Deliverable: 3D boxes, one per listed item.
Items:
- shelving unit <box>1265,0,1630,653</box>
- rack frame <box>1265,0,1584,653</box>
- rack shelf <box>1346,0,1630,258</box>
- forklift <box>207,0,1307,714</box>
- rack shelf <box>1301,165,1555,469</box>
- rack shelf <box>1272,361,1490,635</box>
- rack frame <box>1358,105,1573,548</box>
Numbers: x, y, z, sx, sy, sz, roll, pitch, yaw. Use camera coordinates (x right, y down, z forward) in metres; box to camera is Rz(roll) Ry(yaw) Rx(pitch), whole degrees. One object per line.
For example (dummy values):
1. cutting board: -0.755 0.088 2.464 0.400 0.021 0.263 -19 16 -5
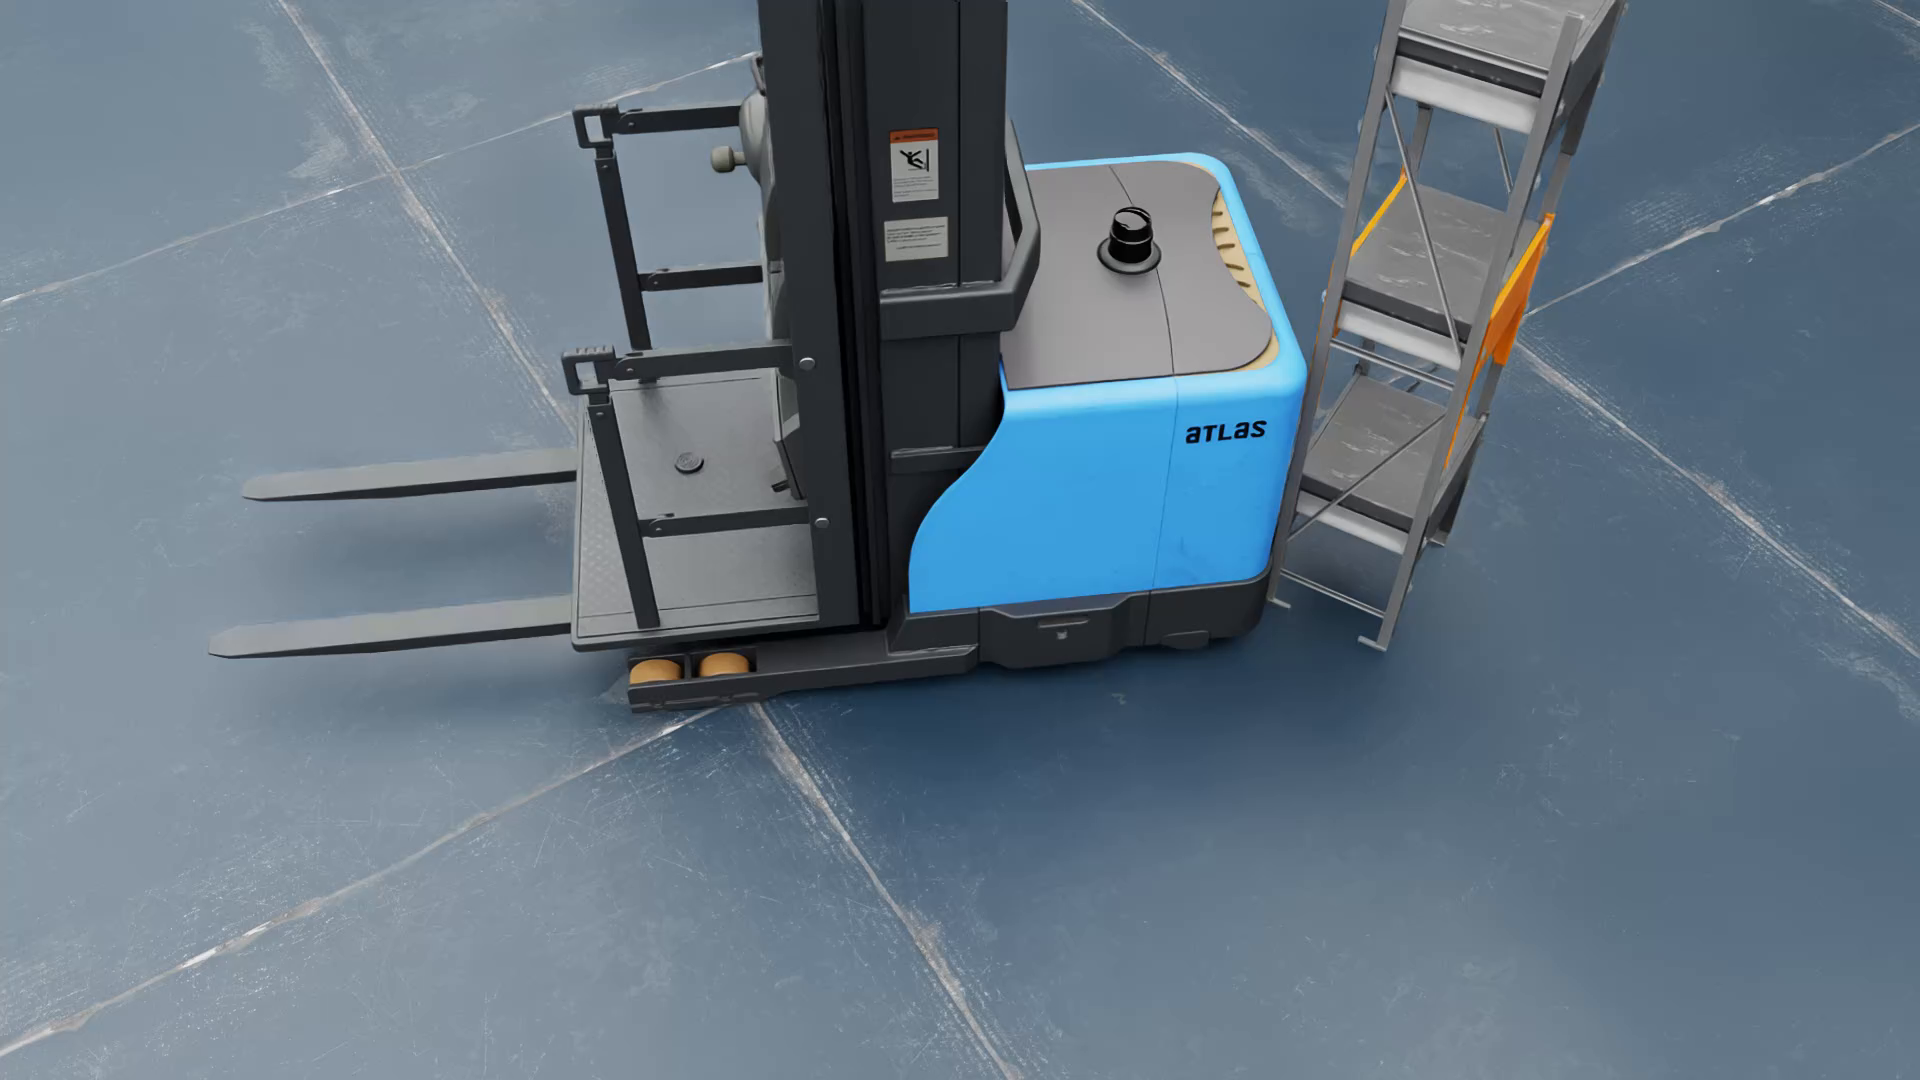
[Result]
1. shelving unit: 1.226 -0.600 4.378 0.431 2.100 0.503 24 53 20
2. rack frame: 1.099 -0.444 4.240 0.400 2.100 0.015 24 53 20
3. rack shelf: 1.226 -1.056 3.866 0.431 0.518 0.480 24 53 20
4. forklift: -0.655 -0.898 4.087 3.031 2.935 1.130 -5 49 -5
5. rack shelf: 1.226 -0.591 4.388 0.431 0.518 0.480 24 53 20
6. rack shelf: 1.226 -0.125 4.911 0.431 0.518 0.480 24 53 20
7. rack frame: 1.353 -0.755 4.517 0.400 2.100 0.015 24 53 20
